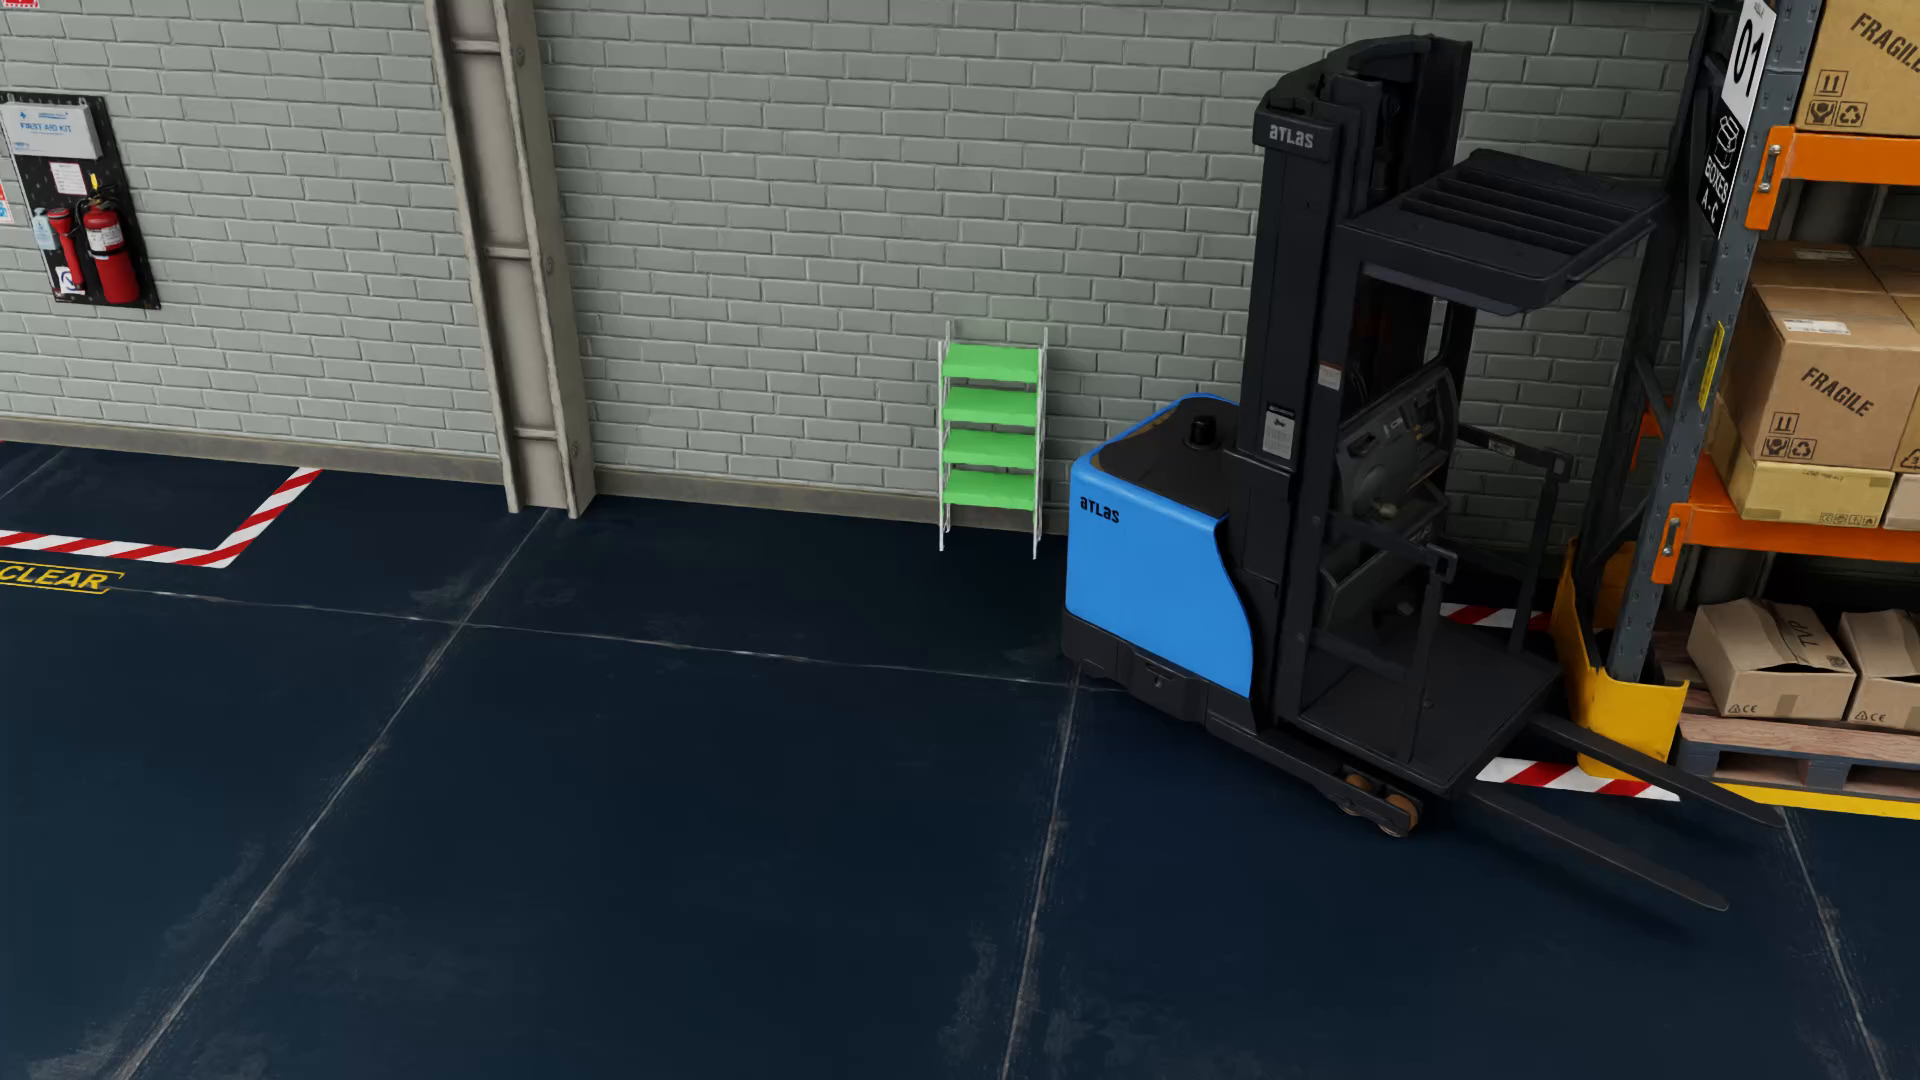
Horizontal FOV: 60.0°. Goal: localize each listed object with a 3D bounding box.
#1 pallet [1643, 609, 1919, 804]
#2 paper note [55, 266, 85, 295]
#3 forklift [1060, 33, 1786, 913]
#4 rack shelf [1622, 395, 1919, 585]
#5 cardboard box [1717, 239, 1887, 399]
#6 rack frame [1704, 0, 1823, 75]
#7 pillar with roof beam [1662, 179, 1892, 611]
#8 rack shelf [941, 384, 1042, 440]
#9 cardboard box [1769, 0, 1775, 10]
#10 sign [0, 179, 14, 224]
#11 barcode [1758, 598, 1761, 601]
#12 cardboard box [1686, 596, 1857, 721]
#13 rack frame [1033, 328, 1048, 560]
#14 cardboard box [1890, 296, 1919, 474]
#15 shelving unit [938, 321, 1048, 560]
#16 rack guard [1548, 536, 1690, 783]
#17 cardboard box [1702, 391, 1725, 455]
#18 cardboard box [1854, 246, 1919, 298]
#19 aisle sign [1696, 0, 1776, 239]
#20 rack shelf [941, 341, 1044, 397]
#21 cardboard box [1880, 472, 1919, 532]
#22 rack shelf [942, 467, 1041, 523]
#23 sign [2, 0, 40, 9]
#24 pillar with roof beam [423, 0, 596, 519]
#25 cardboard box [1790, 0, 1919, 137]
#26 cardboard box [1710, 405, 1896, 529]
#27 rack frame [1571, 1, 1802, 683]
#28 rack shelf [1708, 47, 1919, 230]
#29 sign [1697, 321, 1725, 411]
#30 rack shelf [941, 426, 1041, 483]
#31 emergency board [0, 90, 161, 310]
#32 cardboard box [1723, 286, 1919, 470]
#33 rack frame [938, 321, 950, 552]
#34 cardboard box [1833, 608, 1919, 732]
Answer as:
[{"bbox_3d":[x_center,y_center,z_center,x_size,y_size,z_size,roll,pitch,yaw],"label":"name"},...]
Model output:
[{"bbox_3d":[3.729,0.721,7.398,1.213,0.211,1.003,5,32,8],"label":"pallet"},{"bbox_3d":[-4.812,-1.403,8.994,0.142,0.148,0.016,5,32,8],"label":"paper note"},{"bbox_3d":[1.908,-0.345,6.539,3.031,2.935,1.130,25,40,34],"label":"forklift"},{"bbox_3d":[4.830,-0.075,6.720,4.000,0.370,1.077,5,32,8],"label":"rack shelf"},{"bbox_3d":[3.359,-0.890,6.761,0.500,0.500,0.500,5,32,8],"label":"cardboard box"},{"bbox_3d":[2.859,-3.101,5.223,0.127,3.000,1.000,5,32,8],"label":"rack frame"},{"bbox_3d":[2.970,-1.240,2.249,0.400,9.000,9.100,5,32,8],"label":"pillar with roof beam"},{"bbox_3d":[0.163,-0.639,8.308,0.480,0.148,0.258,5,32,8],"label":"rack shelf"},{"bbox_3d":[3.313,-1.976,6.139,0.500,0.500,0.500,7,33,12],"label":"cardboard box"},{"bbox_3d":[-5.177,-1.843,8.833,0.234,0.329,0.001,5,32,8],"label":"sign"},{"bbox_3d":[3.611,0.292,7.567,0.075,0.075,0.001,5,32,8],"label":"barcode"},{"bbox_3d":[3.526,0.504,7.238,0.500,0.311,0.500,2,32,3],"label":"cardboard box"},{"bbox_3d":[0.404,-0.469,8.368,0.015,1.200,0.240,5,32,8],"label":"rack frame"},{"bbox_3d":[3.764,-0.572,6.252,0.500,0.500,0.500,5,32,8],"label":"cardboard box"},{"bbox_3d":[0.163,-0.490,8.401,0.503,1.200,0.258,5,32,8],"label":"shelving unit"},{"bbox_3d":[2.934,0.508,7.467,0.348,0.500,1.175,5,32,8],"label":"rack guard"},{"bbox_3d":[3.352,-0.563,6.945,0.500,0.250,0.500,6,32,9],"label":"cardboard box"},{"bbox_3d":[3.854,-0.840,6.681,0.500,0.500,0.500,6,32,9],"label":"cardboard box"},{"bbox_3d":[2.738,-1.510,5.885,0.004,0.787,0.394,5,32,8],"label":"aisle sign"},{"bbox_3d":[0.163,-0.842,8.180,0.480,0.148,0.258,5,32,8],"label":"rack shelf"},{"bbox_3d":[3.801,-0.255,6.452,0.500,0.250,0.500,4,32,7],"label":"cardboard box"},{"bbox_3d":[0.163,-0.232,8.562,0.480,0.148,0.258,5,32,8],"label":"rack shelf"},{"bbox_3d":[-4.641,-2.760,8.147,0.199,0.298,0.001,5,32,8],"label":"sign"},{"bbox_3d":[-2.944,-1.775,3.105,0.400,9.000,9.100,5,32,8],"label":"pillar with roof beam"},{"bbox_3d":[3.146,-1.720,5.731,0.500,0.500,0.500,6,33,9],"label":"cardboard box"},{"bbox_3d":[3.287,-0.294,6.514,0.500,0.250,0.500,4,32,7],"label":"cardboard box"},{"bbox_3d":[2.859,-0.558,6.815,0.127,3.000,1.000,5,32,8],"label":"rack frame"},{"bbox_3d":[4.830,-1.346,5.925,4.000,0.370,1.077,5,32,8],"label":"rack shelf"},{"bbox_3d":[2.768,-0.641,6.132,0.005,0.325,0.100,5,32,8],"label":"sign"},{"bbox_3d":[0.163,-0.435,8.435,0.480,0.148,0.258,5,32,8],"label":"rack shelf"},{"bbox_3d":[-4.650,-1.724,8.678,0.643,1.169,0.194,5,32,8],"label":"emergency board"},{"bbox_3d":[3.279,-0.621,6.331,0.500,0.500,0.500,5,32,8],"label":"cardboard box"},{"bbox_3d":[-0.078,-0.510,8.434,0.015,1.200,0.240,5,32,8],"label":"rack frame"},{"bbox_3d":[4.088,0.555,7.156,0.500,0.311,0.500,8,33,12],"label":"cardboard box"}]
